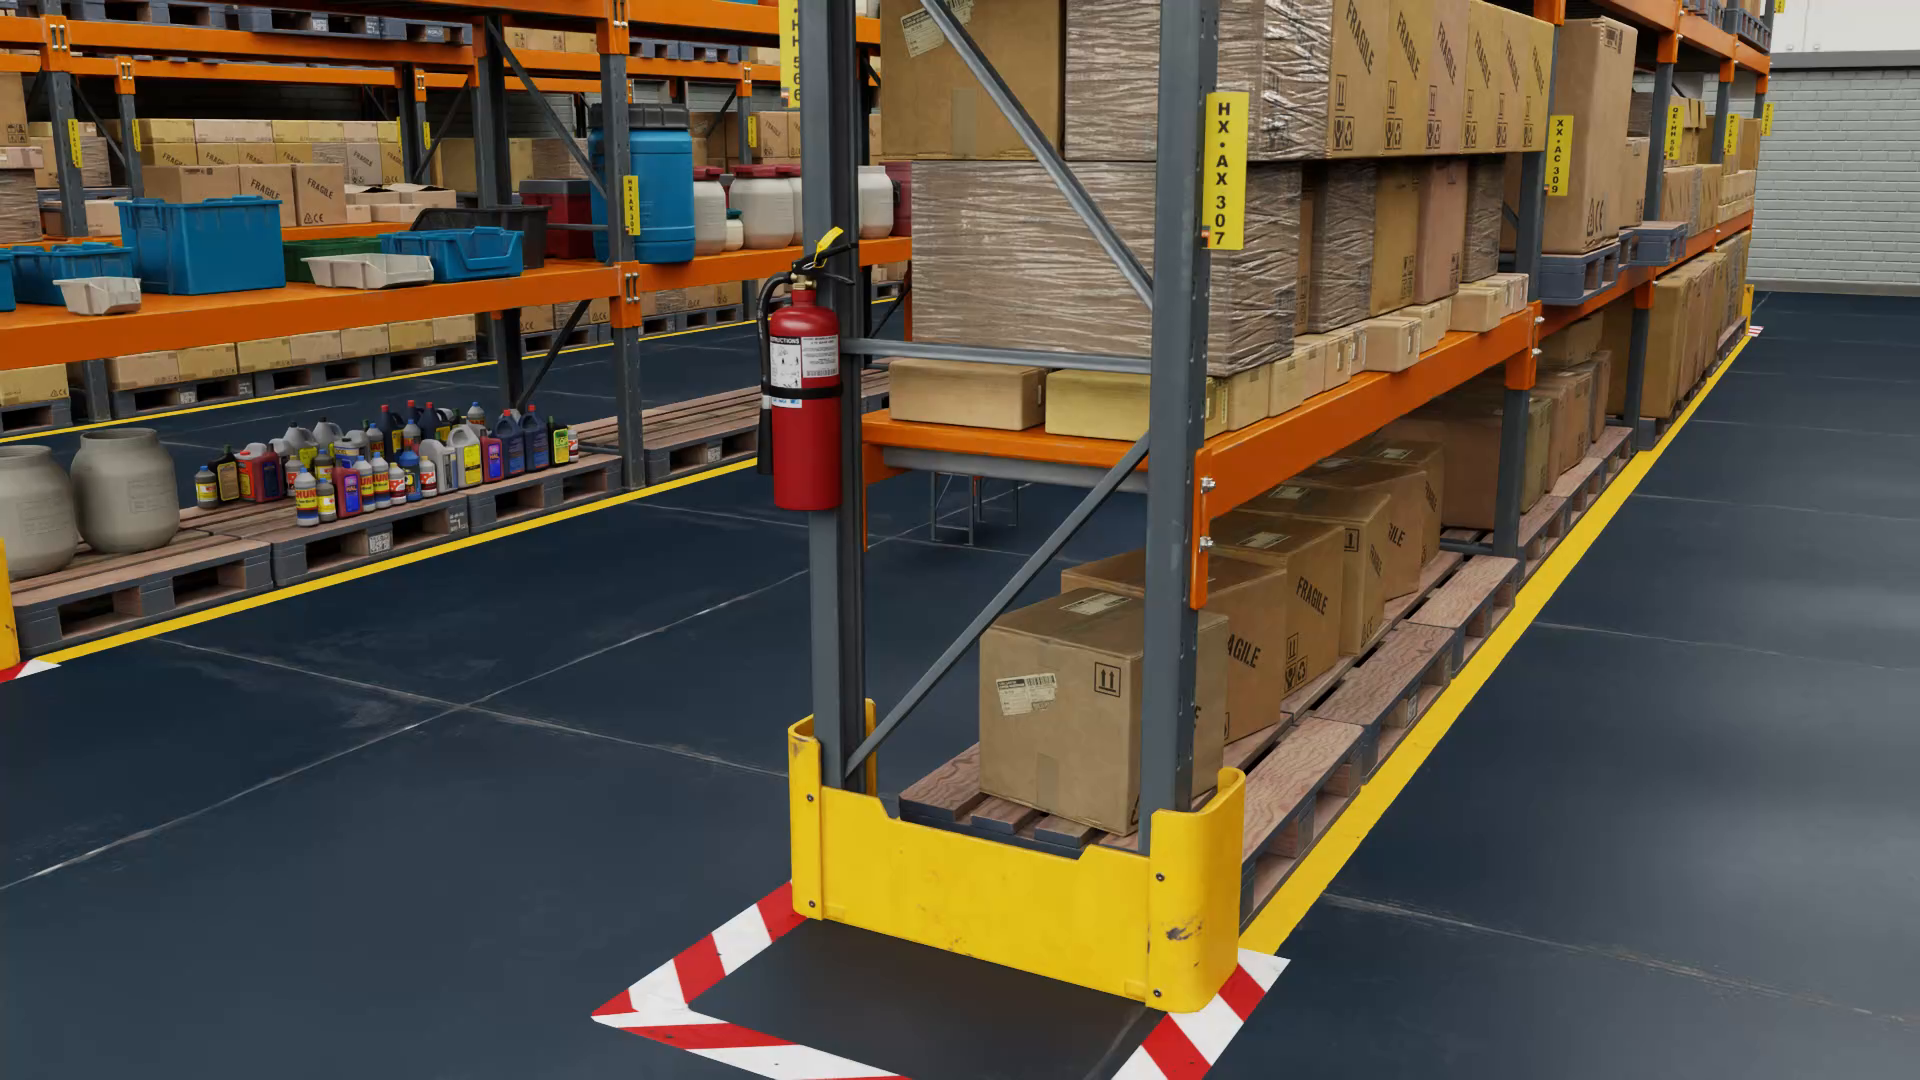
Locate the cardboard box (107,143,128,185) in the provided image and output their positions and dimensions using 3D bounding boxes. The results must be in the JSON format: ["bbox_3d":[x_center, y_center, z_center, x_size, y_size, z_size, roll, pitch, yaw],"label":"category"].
[{"bbox_3d":[-9.058,-4.079,18.162,0.500,0.500,0.500,7,15,28],"label":"cardboard box"}]

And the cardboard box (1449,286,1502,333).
[{"bbox_3d":[1.846,-0.887,6.348,0.380,0.149,0.250,7,15,28],"label":"cardboard box"}]

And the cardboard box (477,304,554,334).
[{"bbox_3d":[-4.247,-2.248,15.855,0.500,0.500,0.500,8,16,30],"label":"cardboard box"}]

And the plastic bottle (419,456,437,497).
[{"bbox_3d":[-2.740,-0.329,8.530,0.097,0.201,0.097,0,14,0],"label":"plastic bottle"}]

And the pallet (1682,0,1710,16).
[{"bbox_3d":[4.217,-3.570,10.945,1.213,0.211,1.003,8,16,31],"label":"pallet"}]

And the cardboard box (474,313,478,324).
[{"bbox_3d":[-4.471,-2.406,16.508,0.500,0.500,0.500,8,16,30],"label":"cardboard box"}]

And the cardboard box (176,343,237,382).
[{"bbox_3d":[-5.991,-1.395,12.890,0.500,0.250,0.500,8,16,29],"label":"cardboard box"}]

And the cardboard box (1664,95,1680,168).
[{"bbox_3d":[4.637,-2.883,11.740,0.797,0.503,0.637,8,16,29],"label":"cardboard box"}]

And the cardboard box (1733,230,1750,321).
[{"bbox_3d":[7.580,-2.738,17.127,0.875,0.875,0.875,7,15,28],"label":"cardboard box"}]

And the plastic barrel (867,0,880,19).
[{"bbox_3d":[-0.802,-4.110,12.544,0.421,0.512,0.421,0,14,0],"label":"plastic barrel"}]

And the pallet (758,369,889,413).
[{"bbox_3d":[-0.792,-1.117,12.715,1.003,0.211,1.213,7,15,28],"label":"pallet"}]

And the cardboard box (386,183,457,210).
[{"bbox_3d":[-4.932,-3.076,15.082,0.500,0.311,0.500,9,16,32],"label":"cardboard box"}]

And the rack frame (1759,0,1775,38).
[{"bbox_3d":[7.820,-6.623,16.806,1.000,3.000,0.127,7,15,28],"label":"rack frame"}]

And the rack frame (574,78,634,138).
[{"bbox_3d":[-5.188,-5.391,24.493,1.000,3.000,0.127,7,15,28],"label":"rack frame"}]

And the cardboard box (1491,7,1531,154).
[{"bbox_3d":[1.801,-1.698,6.195,0.500,0.500,0.500,7,15,28],"label":"cardboard box"}]

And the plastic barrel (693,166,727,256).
[{"bbox_3d":[-1.663,-2.044,10.320,0.433,0.535,0.433,0,14,0],"label":"plastic barrel"}]

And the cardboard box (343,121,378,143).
[{"bbox_3d":[-7.380,-4.909,20.004,0.500,0.250,0.500,8,16,29],"label":"cardboard box"}]

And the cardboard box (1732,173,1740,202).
[{"bbox_3d":[6.833,-3.233,15.229,0.500,0.250,0.500,8,16,29],"label":"cardboard box"}]

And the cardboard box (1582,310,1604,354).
[{"bbox_3d":[3.655,-1.288,10.271,0.500,0.250,0.500,8,16,30],"label":"cardboard box"}]

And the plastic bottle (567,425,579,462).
[{"bbox_3d":[-2.220,-0.550,9.446,0.097,0.201,0.097,0,14,0],"label":"plastic bottle"}]

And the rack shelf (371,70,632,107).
[{"bbox_3d":[-6.155,-6.089,22.524,1.077,0.370,4.000,7,15,28],"label":"rack shelf"}]

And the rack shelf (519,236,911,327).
[{"bbox_3d":[-1.350,-1.867,11.411,1.077,0.370,4.000,7,15,28],"label":"rack shelf"}]

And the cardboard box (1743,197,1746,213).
[{"bbox_3d":[7.443,-3.265,16.211,0.380,0.149,0.250,7,15,27],"label":"cardboard box"}]

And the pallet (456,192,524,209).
[{"bbox_3d":[-4.451,-3.243,15.993,1.213,0.211,1.003,7,15,28],"label":"pallet"}]

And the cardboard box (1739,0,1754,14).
[{"bbox_3d":[6.853,-5.014,15.209,0.700,0.500,0.500,8,16,30],"label":"cardboard box"}]

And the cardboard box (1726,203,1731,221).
[{"bbox_3d":[6.574,-2.895,14.678,0.380,0.149,0.250,8,16,30],"label":"cardboard box"}]

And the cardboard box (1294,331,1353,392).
[{"bbox_3d":[0.933,-0.536,4.895,0.380,0.149,0.250,7,15,28],"label":"cardboard box"}]

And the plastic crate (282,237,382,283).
[{"bbox_3d":[-3.220,-1.457,8.627,0.450,0.188,0.662,7,15,28],"label":"plastic crate"}]

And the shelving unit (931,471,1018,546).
[{"bbox_3d":[0.080,-0.617,8.534,0.258,1.200,0.503,7,15,28],"label":"shelving unit"}]

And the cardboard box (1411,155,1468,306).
[{"bbox_3d":[1.321,-1.140,6.015,0.875,0.500,0.500,7,15,28],"label":"cardboard box"}]

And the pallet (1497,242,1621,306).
[{"bbox_3d":[2.516,-1.292,7.902,1.003,0.211,1.213,7,15,28],"label":"pallet"}]

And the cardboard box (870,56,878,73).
[{"bbox_3d":[-1.349,-5.875,20.421,0.500,0.250,0.500,7,15,28],"label":"cardboard box"}]

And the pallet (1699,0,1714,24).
[{"bbox_3d":[4.755,-3.800,11.898,1.003,0.211,1.213,8,16,31],"label":"pallet"}]

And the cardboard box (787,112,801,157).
[{"bbox_3d":[-2.061,-4.715,19.343,0.500,0.500,0.500,7,15,26],"label":"cardboard box"}]

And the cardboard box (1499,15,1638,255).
[{"bbox_3d":[2.525,-1.888,7.788,1.000,1.000,1.000,7,15,28],"label":"cardboard box"}]

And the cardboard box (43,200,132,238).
[{"bbox_3d":[-6.452,-2.401,12.413,0.500,0.250,0.500,9,16,32],"label":"cardboard box"}]

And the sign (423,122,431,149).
[{"bbox_3d":[-6.642,-5.035,20.716,0.100,0.325,0.005,7,15,28],"label":"sign"}]

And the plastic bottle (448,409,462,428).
[{"bbox_3d":[-2.894,-0.602,9.489,0.061,0.283,0.133,7,15,28],"label":"plastic bottle"}]

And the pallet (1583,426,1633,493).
[{"bbox_3d":[3.573,-0.550,10.364,1.003,0.211,1.213,7,15,28],"label":"pallet"}]

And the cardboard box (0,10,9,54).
[{"bbox_3d":[-9.764,-5.012,16.259,0.797,0.503,0.637,10,17,36],"label":"cardboard box"}]

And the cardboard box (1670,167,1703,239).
[{"bbox_3d":[5.161,-2.497,12.278,0.500,0.500,0.500,7,15,28],"label":"cardboard box"}]

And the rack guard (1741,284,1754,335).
[{"bbox_3d":[7.831,-2.497,17.823,1.175,0.500,0.348,7,15,28],"label":"rack guard"}]

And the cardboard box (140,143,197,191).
[{"bbox_3d":[-8.597,-4.023,17.929,0.500,0.500,0.500,8,16,30],"label":"cardboard box"}]

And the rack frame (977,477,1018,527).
[{"bbox_3d":[0.198,-0.667,8.741,0.240,1.200,0.015,7,15,28],"label":"rack frame"}]

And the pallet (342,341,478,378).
[{"bbox_3d":[-5.150,-1.669,15.005,1.003,0.211,1.213,7,15,28],"label":"pallet"}]

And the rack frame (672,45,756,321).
[{"bbox_3d":[-2.784,-4.009,18.764,1.000,3.000,0.127,7,15,28],"label":"rack frame"}]

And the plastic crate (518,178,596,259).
[{"bbox_3d":[-2.351,-1.971,10.173,0.402,0.464,0.583,7,15,28],"label":"plastic crate"}]

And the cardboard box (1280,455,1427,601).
[{"bbox_3d":[1.520,-0.038,6.729,0.500,0.500,0.500,-12,18,-41],"label":"cardboard box"}]

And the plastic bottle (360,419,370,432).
[{"bbox_3d":[-3.278,-0.513,9.118,0.061,0.283,0.133,8,16,31],"label":"plastic bottle"}]

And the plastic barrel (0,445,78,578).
[{"bbox_3d":[-3.999,-0.124,7.059,0.421,0.512,0.421,0,14,0],"label":"plastic barrel"}]

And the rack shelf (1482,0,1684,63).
[{"bbox_3d":[2.986,-2.764,8.732,1.077,0.370,4.000,7,15,28],"label":"rack shelf"}]

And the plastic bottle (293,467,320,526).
[{"bbox_3d":[-3.101,-0.210,7.886,0.097,0.271,0.097,0,14,0],"label":"plastic bottle"}]

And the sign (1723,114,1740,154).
[{"bbox_3d":[6.366,-3.351,13.732,0.100,0.325,0.005,7,15,28],"label":"sign"}]
